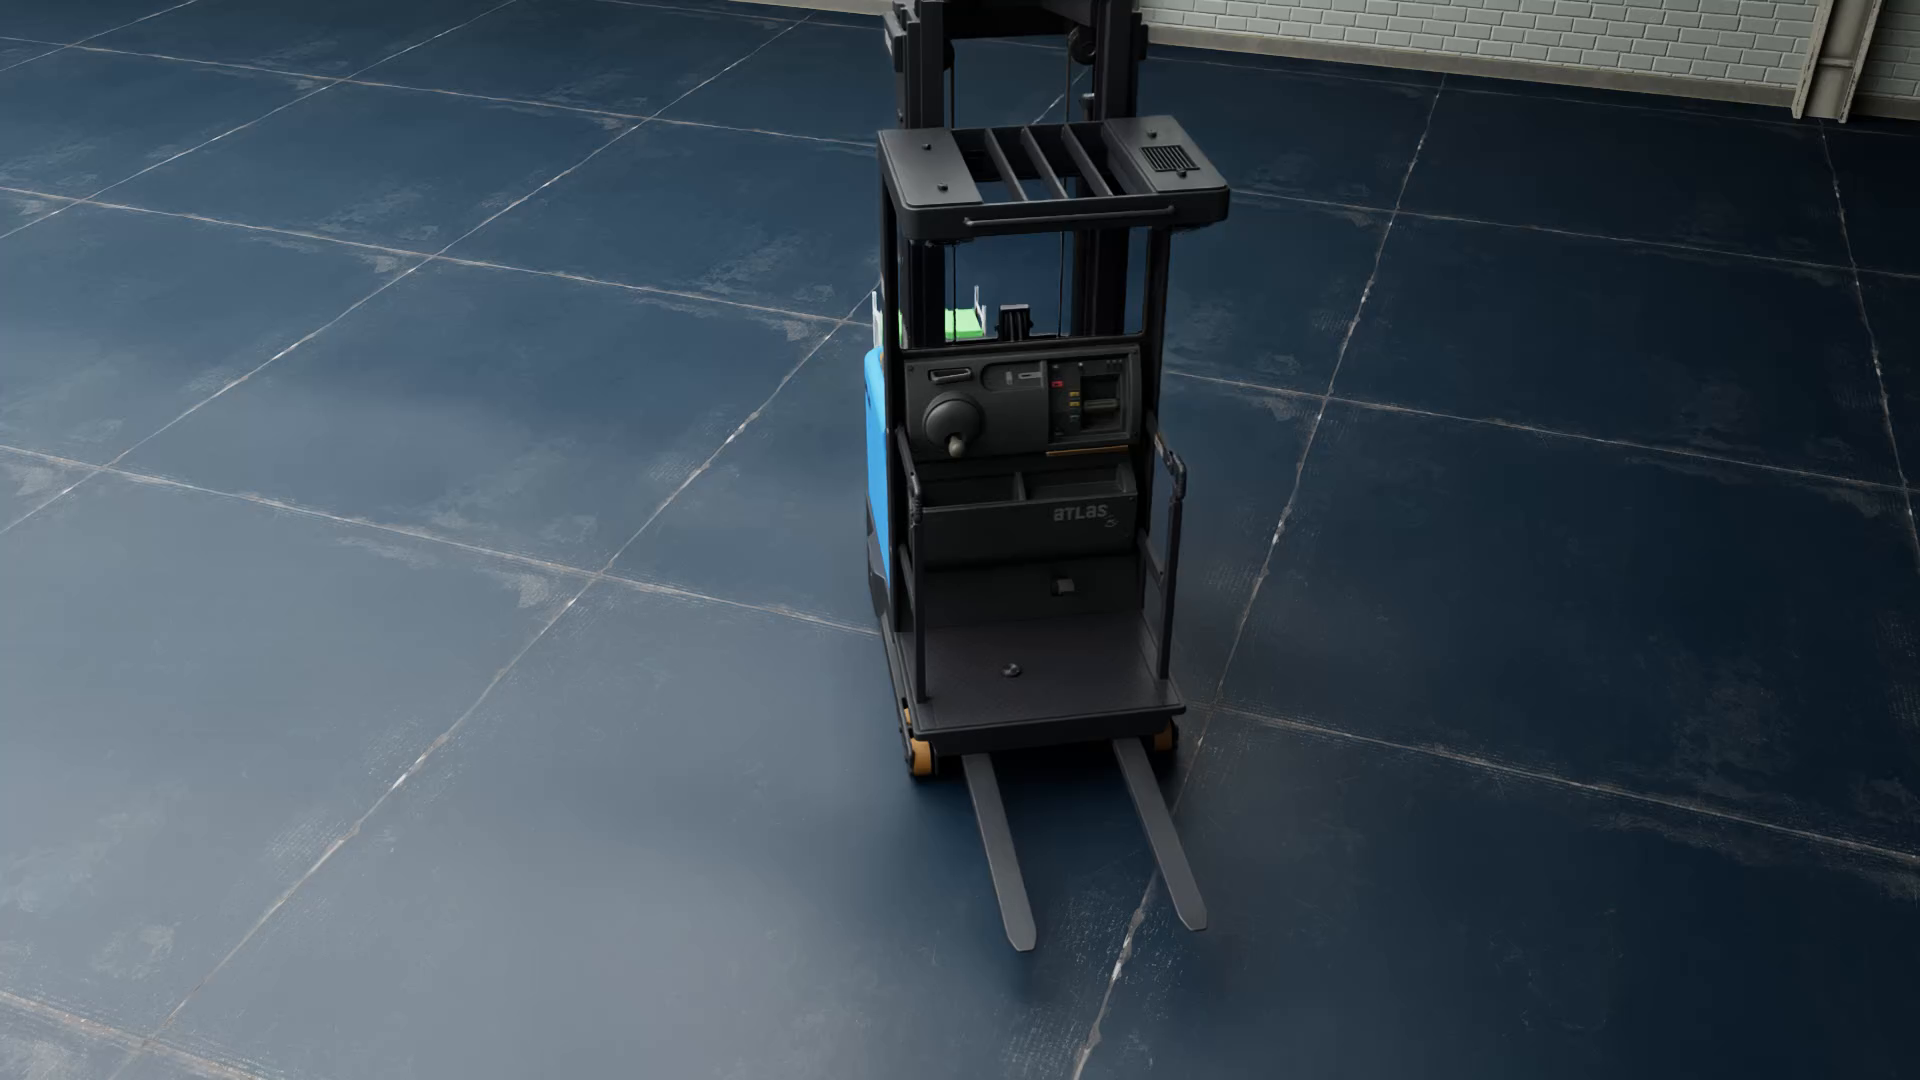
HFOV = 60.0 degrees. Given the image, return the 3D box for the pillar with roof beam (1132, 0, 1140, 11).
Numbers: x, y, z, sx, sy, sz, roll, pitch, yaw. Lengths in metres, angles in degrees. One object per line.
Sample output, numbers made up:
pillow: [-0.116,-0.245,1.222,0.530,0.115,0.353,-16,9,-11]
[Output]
pillar with roof beam: [-0.046,-6.174,9.517,0.400,9.000,9.100,11,34,16]

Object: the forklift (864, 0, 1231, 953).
forklift: [0.287,-0.480,6.291,1.130,2.935,3.031,-5,33,-8]

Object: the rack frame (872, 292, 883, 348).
rack frame: [-0.387,-0.604,8.079,0.015,1.200,0.240,-5,33,-8]

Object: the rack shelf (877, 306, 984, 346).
rack shelf: [-0.146,-0.976,7.888,0.480,0.148,0.258,-5,33,-8]

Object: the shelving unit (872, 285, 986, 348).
shelving unit: [-0.146,-0.626,8.114,0.503,1.200,0.258,-5,33,-8]

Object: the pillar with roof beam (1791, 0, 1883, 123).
pillar with roof beam: [5.602,-5.076,7.816,0.400,9.000,9.100,11,34,16]

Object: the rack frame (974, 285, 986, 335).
rack frame: [0.094,-0.648,8.148,0.015,1.200,0.240,-5,33,-8]
